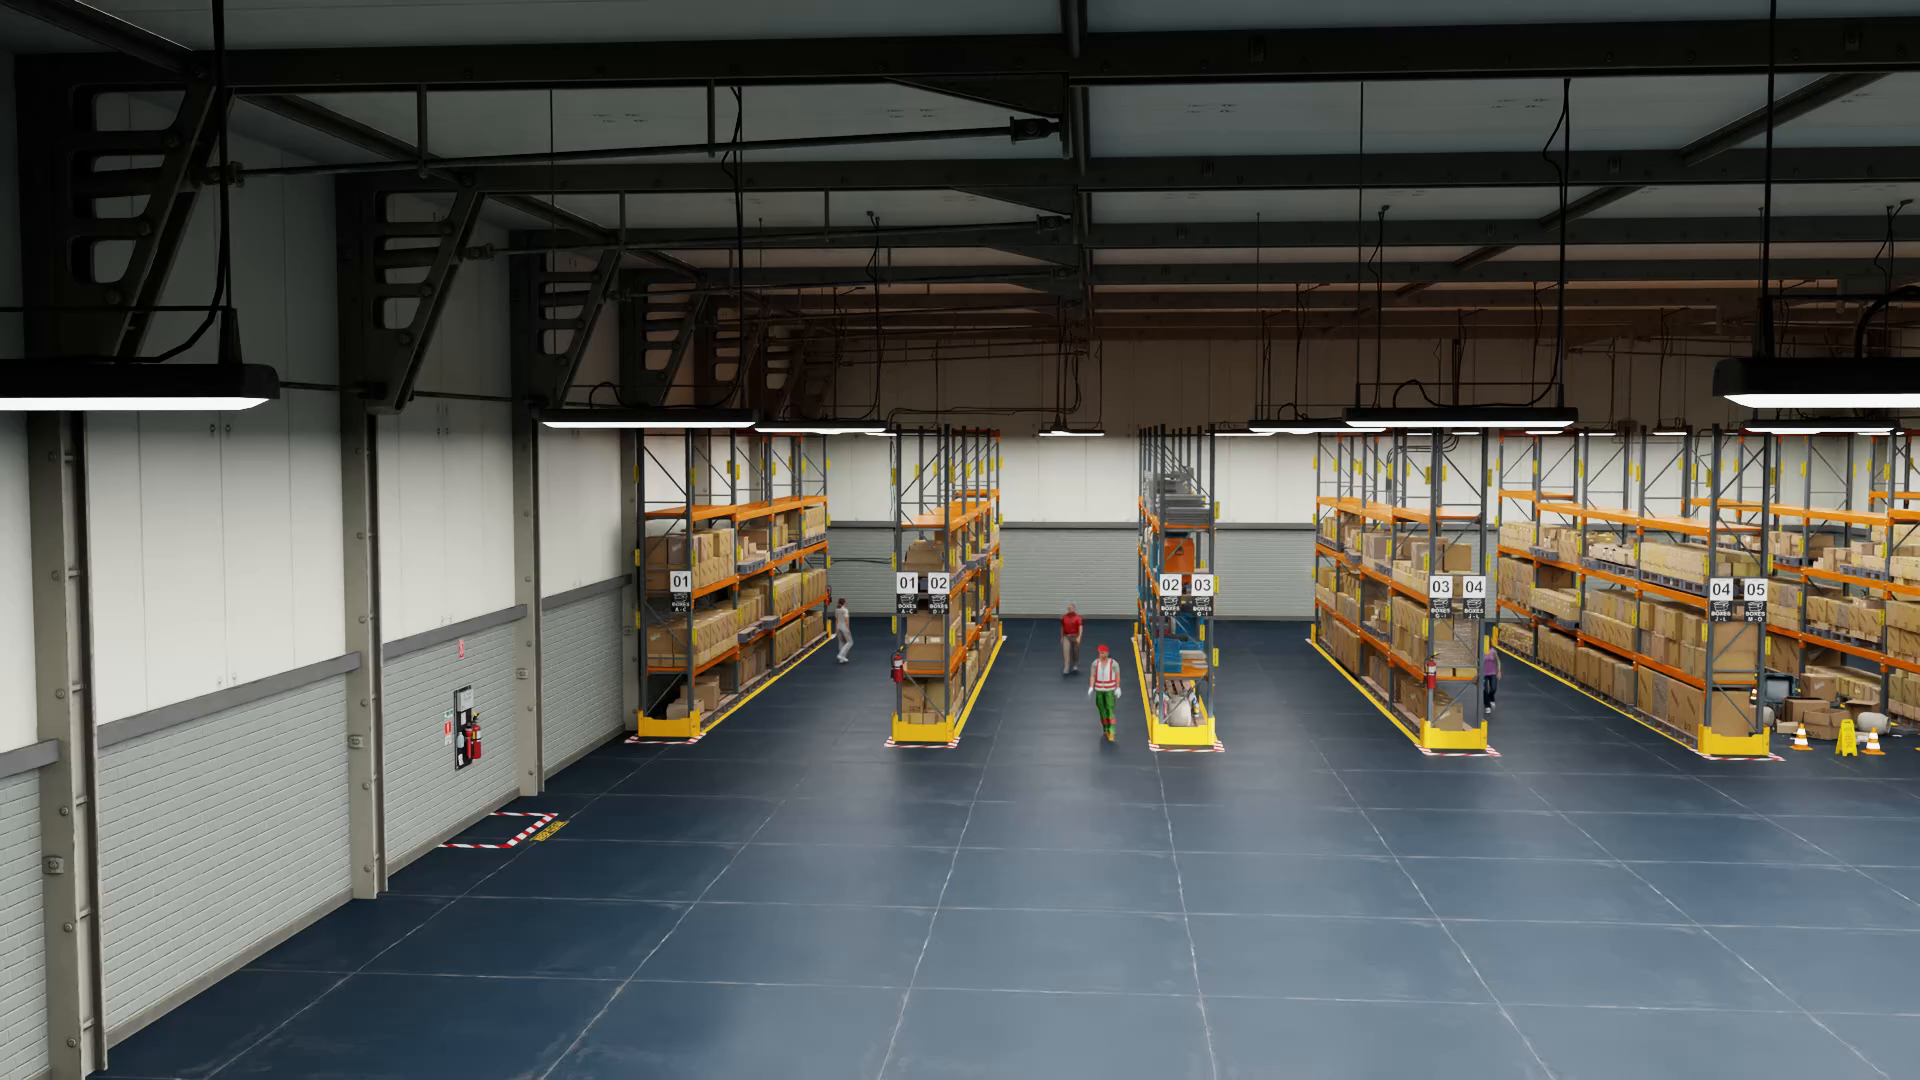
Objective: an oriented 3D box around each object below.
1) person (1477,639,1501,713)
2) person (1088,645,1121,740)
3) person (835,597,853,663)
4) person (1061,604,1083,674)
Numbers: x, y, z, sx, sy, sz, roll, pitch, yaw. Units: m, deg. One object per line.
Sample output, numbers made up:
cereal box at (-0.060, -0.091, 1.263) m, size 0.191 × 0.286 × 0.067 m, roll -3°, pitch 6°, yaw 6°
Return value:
person at (11.061, 2.831, 34.816) m, size 0.499 × 1.562 × 0.456 m, roll 1°, pitch 4°, yaw 19°
person at (2.734, 2.897, 31.722) m, size 0.588 × 1.778 × 0.773 m, roll 1°, pitch 4°, yaw 22°
person at (-3.022, 2.306, 42.504) m, size 0.479 × 1.672 × 0.490 m, roll 3°, pitch 5°, yaw 43°
person at (2.722, 2.406, 40.565) m, size 0.560 × 1.651 × 1.084 m, roll 0°, pitch 4°, yaw 8°
